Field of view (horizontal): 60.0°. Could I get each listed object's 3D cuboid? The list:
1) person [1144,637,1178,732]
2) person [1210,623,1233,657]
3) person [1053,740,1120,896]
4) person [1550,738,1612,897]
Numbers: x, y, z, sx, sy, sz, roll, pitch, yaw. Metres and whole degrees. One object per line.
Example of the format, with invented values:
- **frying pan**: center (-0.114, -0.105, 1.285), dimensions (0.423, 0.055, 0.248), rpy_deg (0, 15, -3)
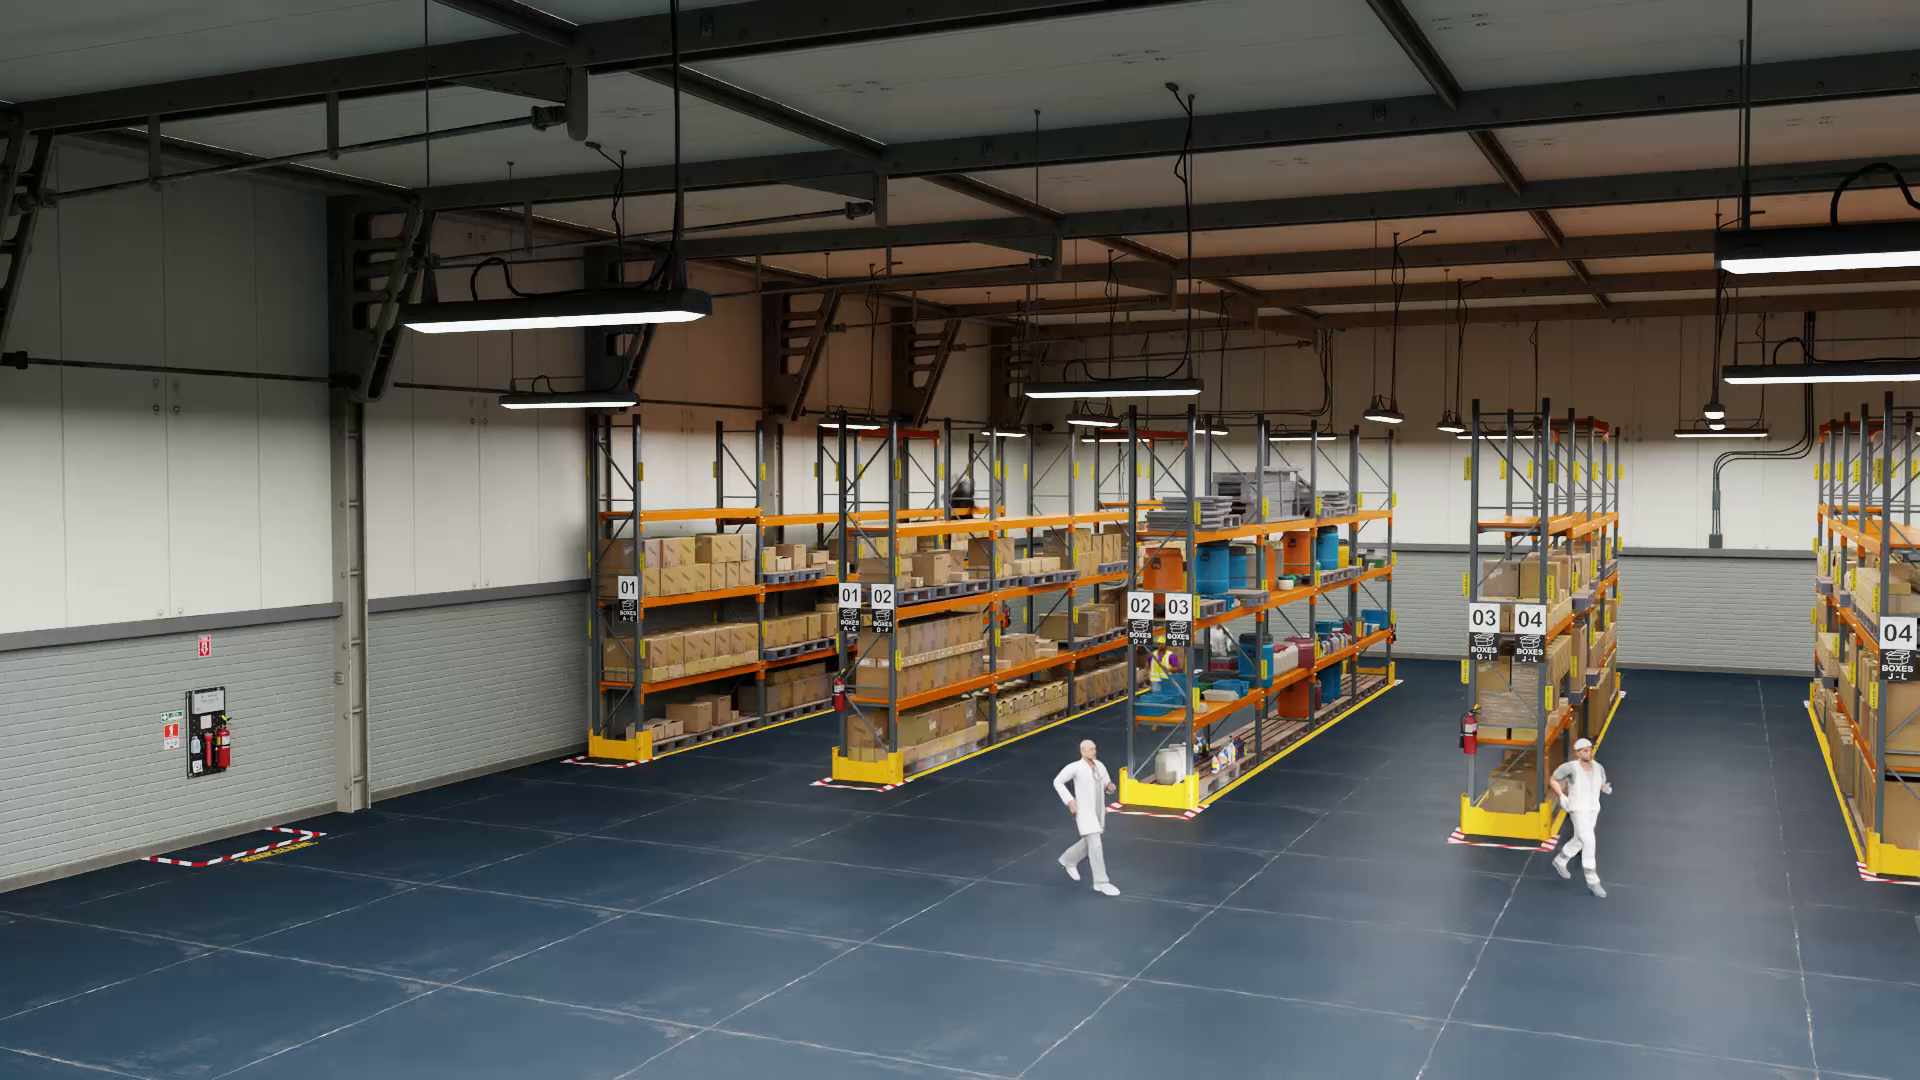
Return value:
- **person**: center (3.908, 2.790, 32.297), dimensions (0.676, 1.831, 0.781), rpy_deg (1, 2, 14)
- **person**: center (5.921, 2.587, 38.044), dimensions (0.580, 1.689, 0.896), rpy_deg (1, 2, 16)
- **person**: center (1.534, 3.265, 19.835), dimensions (0.703, 1.765, 1.063), rpy_deg (-2, 3, -44)
- **person**: center (7.486, 3.277, 19.964), dimensions (0.630, 1.813, 0.920), rpy_deg (-1, 3, -22)
